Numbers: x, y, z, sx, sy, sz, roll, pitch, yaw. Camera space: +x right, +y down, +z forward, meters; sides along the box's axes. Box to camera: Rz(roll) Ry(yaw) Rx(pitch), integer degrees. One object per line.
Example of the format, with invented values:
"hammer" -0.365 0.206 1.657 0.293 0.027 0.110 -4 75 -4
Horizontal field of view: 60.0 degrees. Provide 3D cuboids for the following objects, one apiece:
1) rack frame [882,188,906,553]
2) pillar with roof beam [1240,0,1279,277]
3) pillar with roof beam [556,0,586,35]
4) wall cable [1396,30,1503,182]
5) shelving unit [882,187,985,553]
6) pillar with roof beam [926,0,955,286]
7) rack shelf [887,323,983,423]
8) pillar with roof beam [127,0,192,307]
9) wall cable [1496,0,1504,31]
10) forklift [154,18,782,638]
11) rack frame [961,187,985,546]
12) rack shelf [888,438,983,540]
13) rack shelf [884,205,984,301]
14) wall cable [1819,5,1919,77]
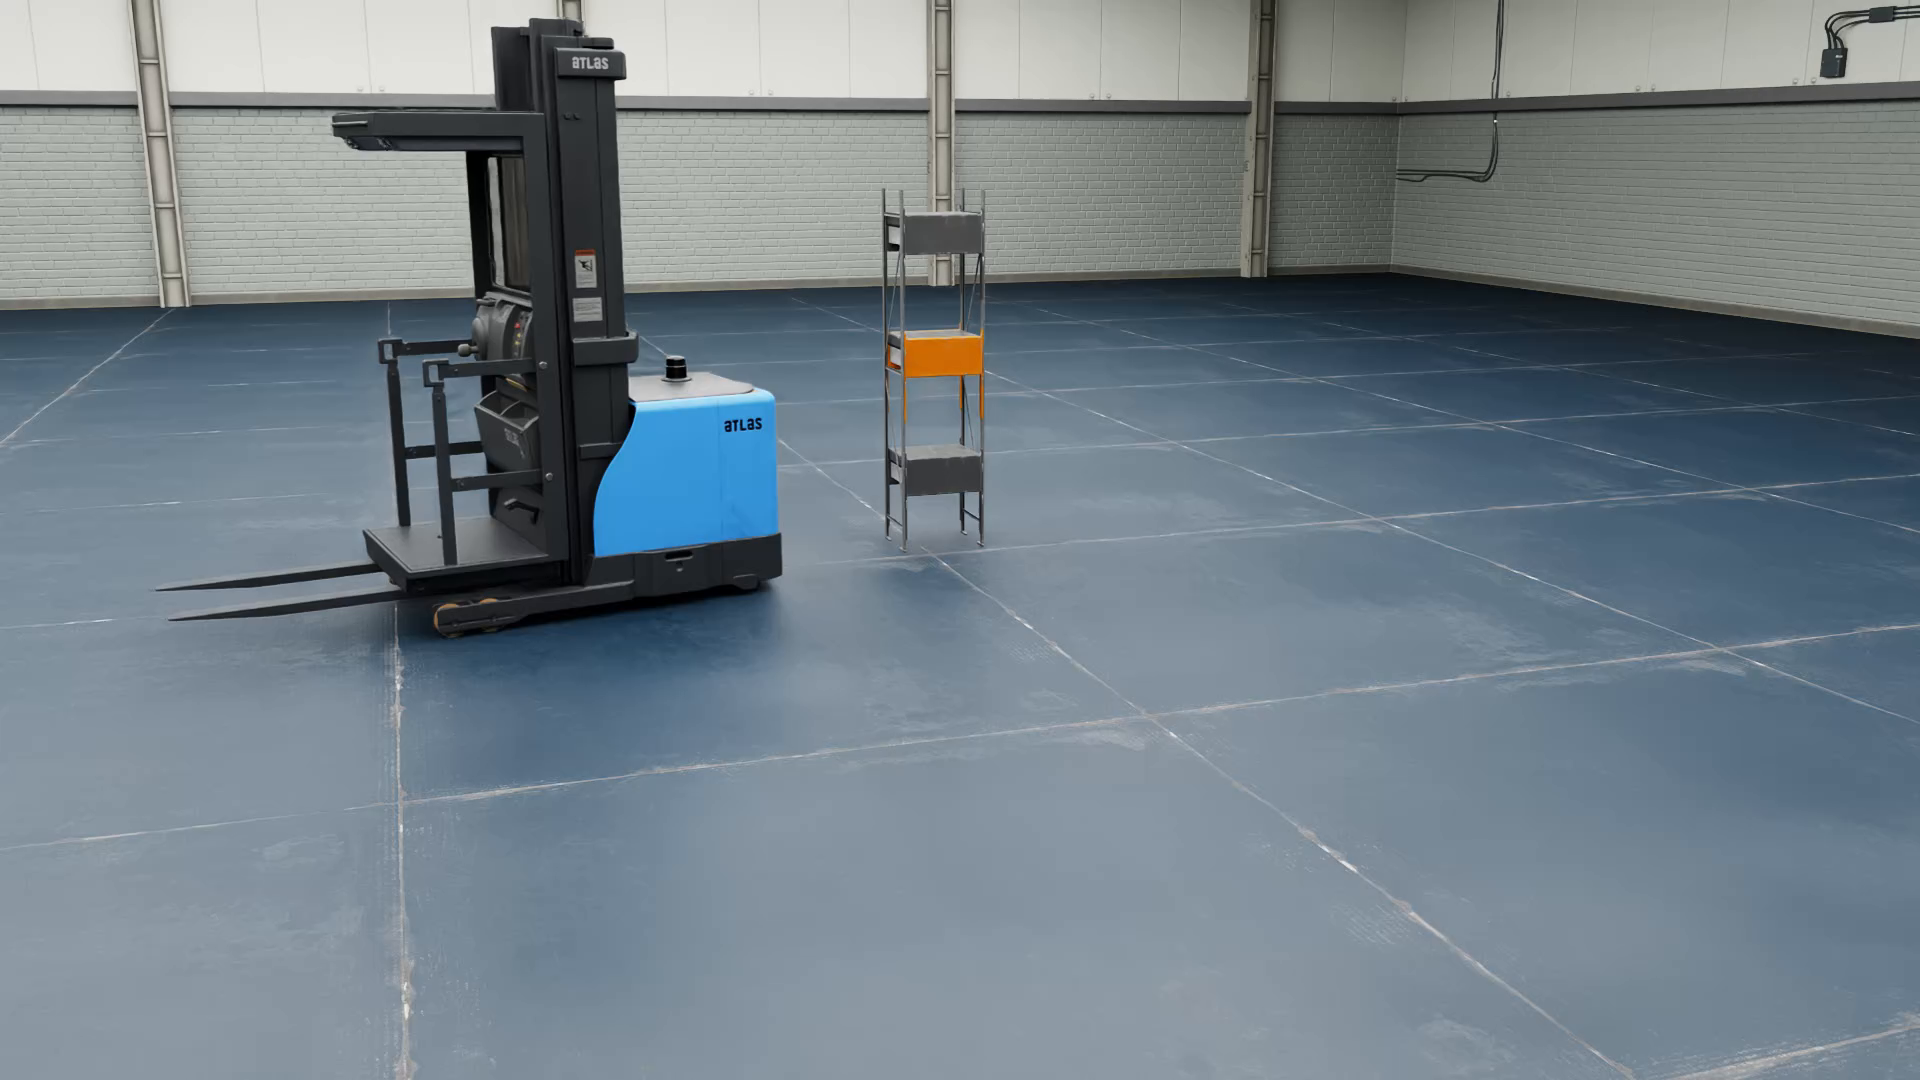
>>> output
"rack frame" -0.388 -0.991 9.773 0.015 2.100 0.400 -4 14 -18
"pillar with roof beam" 6.738 -8.253 25.393 0.400 9.000 9.100 -4 14 -18
"pillar with roof beam" -4.635 -7.367 21.670 0.400 9.000 9.100 -4 14 -18
"wall cable" 8.579 -7.614 29.417 0.112 2.526 3.097 -4 14 -18
"shelving unit" -0.157 -1.009 9.848 0.503 2.100 0.431 -4 14 -18
"pillar with roof beam" 1.052 -7.810 23.531 0.400 9.000 9.100 -4 14 -18
"rack shelf" -0.157 -0.996 9.852 0.480 0.518 0.431 -4 14 -18
"pillar with roof beam" -10.322 -6.925 19.808 0.400 9.000 9.100 -4 14 -18
"wall cable" 9.442 -9.478 26.338 0.112 2.526 3.097 -4 14 -18
"forklift" -2.500 -1.087 8.378 3.031 2.935 1.130 -8 15 -29
"rack frame" 0.074 -1.027 9.924 0.015 2.100 0.400 -4 14 -18
"rack shelf" -0.157 -0.315 10.014 0.480 0.518 0.431 -4 14 -18
"rack shelf" -0.157 -1.677 9.690 0.480 0.518 0.431 -4 14 -18
"wall cable" 11.592 -8.696 19.905 0.169 6.003 2.305 -4 14 -18
